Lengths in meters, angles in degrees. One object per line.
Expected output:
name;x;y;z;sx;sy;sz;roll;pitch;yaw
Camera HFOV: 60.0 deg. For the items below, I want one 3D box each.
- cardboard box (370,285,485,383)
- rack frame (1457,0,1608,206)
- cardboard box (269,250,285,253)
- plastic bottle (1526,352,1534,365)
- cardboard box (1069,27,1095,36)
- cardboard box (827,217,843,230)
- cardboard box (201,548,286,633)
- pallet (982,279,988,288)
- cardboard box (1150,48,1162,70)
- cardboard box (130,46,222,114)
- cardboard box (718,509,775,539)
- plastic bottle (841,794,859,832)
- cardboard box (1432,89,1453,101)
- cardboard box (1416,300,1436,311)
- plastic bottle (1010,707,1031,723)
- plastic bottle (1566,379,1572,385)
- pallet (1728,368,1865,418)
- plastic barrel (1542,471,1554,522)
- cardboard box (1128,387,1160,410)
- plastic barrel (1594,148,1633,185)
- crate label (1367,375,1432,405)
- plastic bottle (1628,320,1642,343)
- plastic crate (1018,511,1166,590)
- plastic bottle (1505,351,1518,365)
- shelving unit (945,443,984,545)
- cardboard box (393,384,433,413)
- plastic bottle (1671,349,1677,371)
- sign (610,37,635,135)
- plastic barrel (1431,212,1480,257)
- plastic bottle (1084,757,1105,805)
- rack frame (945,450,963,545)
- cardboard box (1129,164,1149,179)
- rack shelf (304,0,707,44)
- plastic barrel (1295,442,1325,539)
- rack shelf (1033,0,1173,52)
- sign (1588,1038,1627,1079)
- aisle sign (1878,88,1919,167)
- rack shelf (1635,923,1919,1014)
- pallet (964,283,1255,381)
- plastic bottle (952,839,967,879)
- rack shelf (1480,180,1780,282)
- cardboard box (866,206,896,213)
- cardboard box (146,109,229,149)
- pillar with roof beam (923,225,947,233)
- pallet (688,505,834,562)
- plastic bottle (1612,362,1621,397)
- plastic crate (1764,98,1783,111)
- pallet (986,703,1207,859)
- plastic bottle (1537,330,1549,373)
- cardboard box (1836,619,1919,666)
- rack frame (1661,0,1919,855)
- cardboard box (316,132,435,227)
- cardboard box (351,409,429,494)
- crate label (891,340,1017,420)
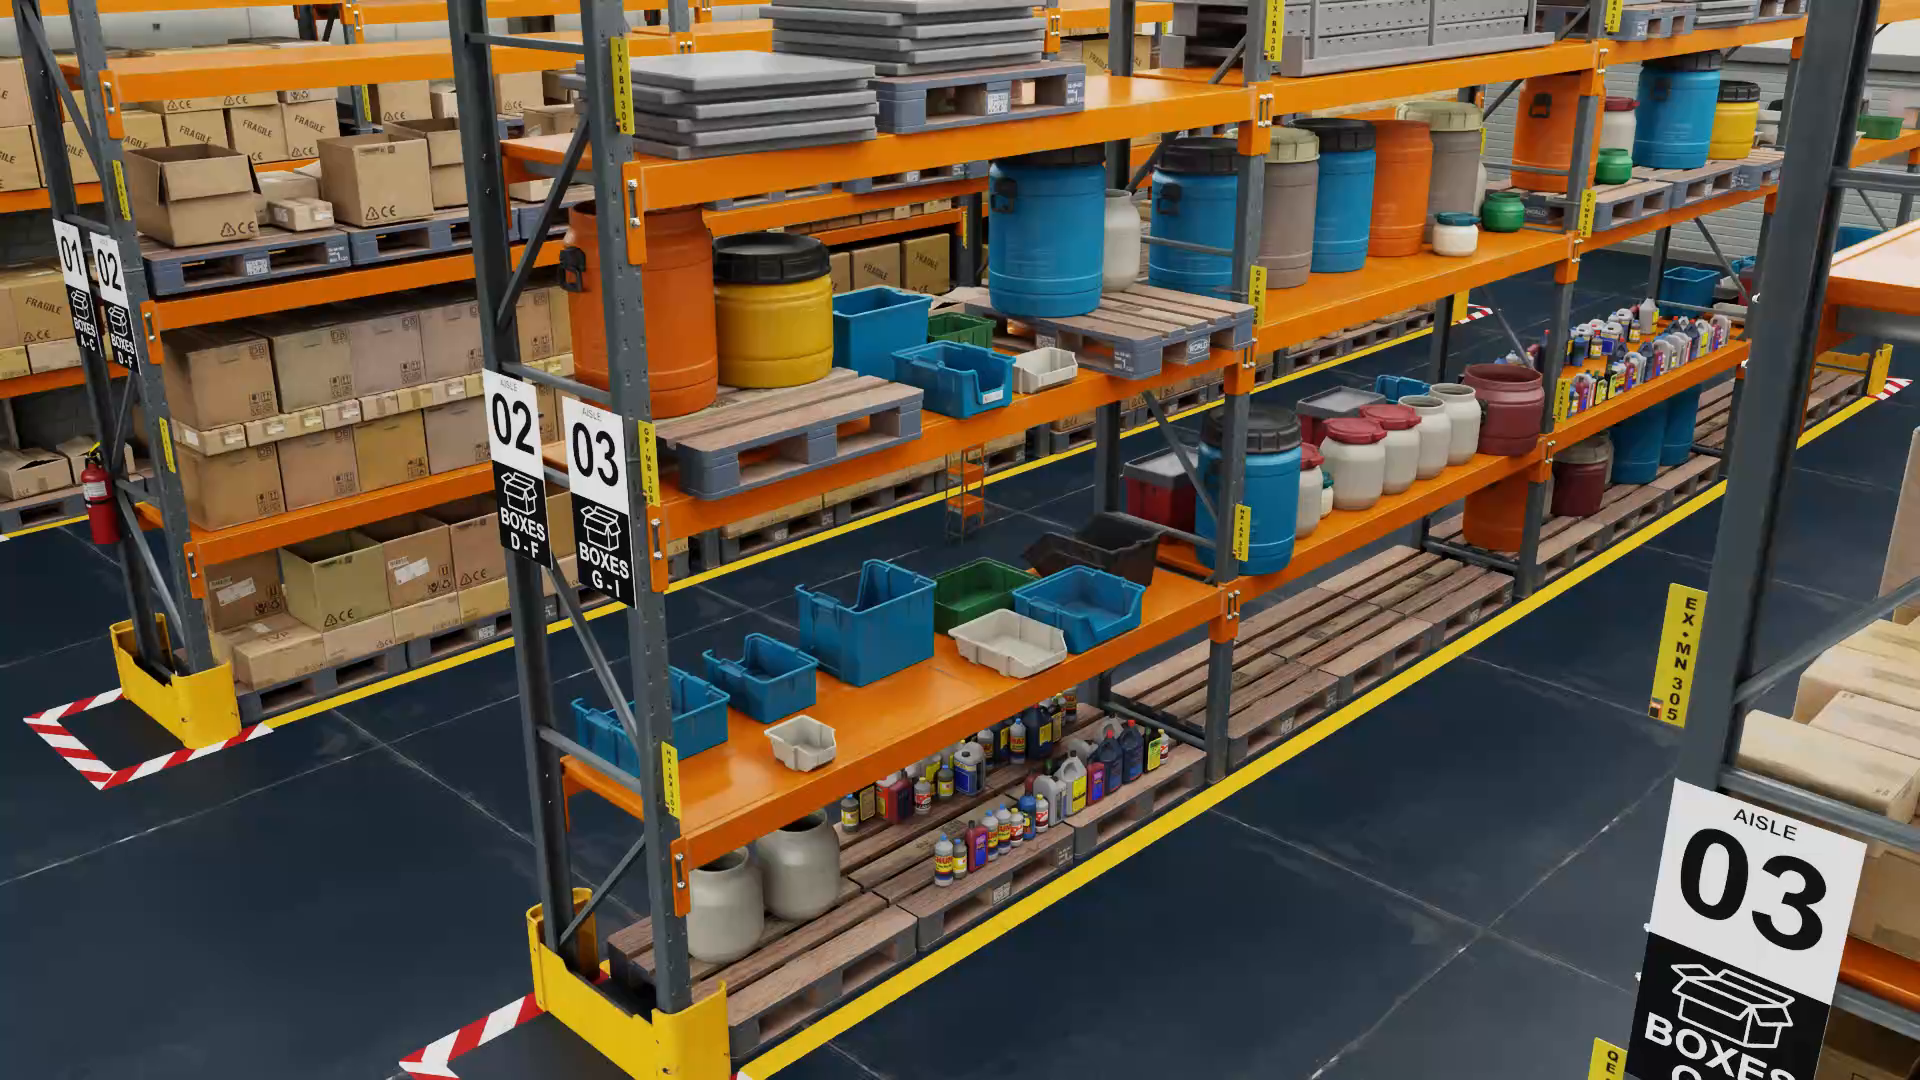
cardboard box;-3.683;-1.443;11.561;0.700;0.500;0.500;19;28;41
rack frame;4.009;-3.881;11.490;1.000;3.000;0.127;19;28;41
cardboard box;-6.332;-2.493;15.376;0.500;0.500;0.500;19;28;40
plastic bottle;4.715;-1.458;13.826;0.097;0.201;0.097;0;21;0
cardboard box;1.462;-7.021;22.280;0.500;0.500;0.500;18;27;38
cardboard box;-1.631;-3.876;20.161;0.380;0.149;0.250;19;28;41
cardboard box;-4.957;0.260;11.280;0.500;0.500;0.500;19;28;41
pallet;0.885;-2.423;16.328;1.213;0.211;1.003;19;28;41
cardboard box;1.920;-4.584;16.638;0.600;0.600;0.600;18;27;39
cardboard box;-6.767;-3.978;14.362;0.500;0.500;0.500;18;27;39
cardboard box;-1.869;-0.247;13.646;0.500;0.250;0.500;18;28;39
plastic bottle;-0.605;1.495;9.153;0.097;0.201;0.097;0;21;0
cardboard box;5.517;-5.384;19.791;0.500;0.250;0.500;19;28;41
cardboard box;5.840;-3.215;20.990;0.500;0.500;0.500;19;28;41
plastic bottle;0.358;1.082;10.018;0.185;0.351;0.144;-19;28;-41
plastic bottle;4.763;-1.163;13.059;0.097;0.201;0.097;0;21;0
pallet;8.987;-1.633;17.891;1.003;0.211;1.213;19;28;41
plastic barrel;4.668;-0.413;13.712;0.421;0.512;0.421;0;21;0
cardboard box;1.699;-1.669;16.968;0.500;0.500;0.500;19;28;40
plastic barrel;4.913;-2.819;12.540;0.294;0.245;0.294;0;21;0
crate label;3.122;-0.909;12.072;0.502;0.435;0.616;19;28;41
plastic bottle;6.050;-1.872;14.902;0.097;0.201;0.097;0;21;0
plastic crate;0.762;0.079;9.635;0.767;0.338;0.504;19;28;41
plastic bottle;4.512;-1.416;13.618;0.097;0.271;0.097;0;21;0
shelving unit;0.037;-0.504;13.784;0.215;1.050;0.252;19;28;41
cardboard box;-3.793;-0.993;11.295;0.380;0.149;0.250;19;28;40
plastic bottle;5.994;-1.539;14.036;0.097;0.201;0.097;0;21;0
sign;-1.181;-1.588;5.816;0.100;0.325;0.005;19;28;41
plastic barrel;3.289;-2.031;11.051;0.301;0.262;0.301;0;21;0
plastic bottle;0.758;1.350;9.417;0.133;0.283;0.061;-18;27;-39
rack frame;-0.048;-0.472;13.702;0.200;1.050;0.008;19;28;41
cardboard box;2.143;-5.623;23.967;0.700;0.700;0.980;-19;28;-40
rack shelf;-4.485;-5.324;16.805;1.077;0.370;4.000;19;28;41
plastic barrel;2.043;-0.307;10.364;0.433;0.535;0.433;0;21;0
rack shelf;1.858;-5.113;16.257;1.077;0.370;4.000;19;28;41
sign;1.593;1.384;4.102;0.100;0.325;0.005;19;28;41
aisle sign;9.850;-4.296;17.308;0.394;0.787;0.004;19;28;41
rack shelf;3.372;0.637;4.920;1.077;0.370;4.000;19;28;41
pallet;0.785;-1.154;8.841;1.213;0.211;1.003;19;28;41
plastic bottle;-0.012;1.662;8.718;0.097;0.201;0.097;0;21;0
rack shelf;5.404;-2.659;13.495;1.077;0.370;4.000;19;28;41
cardboard box;-1.146;-4.341;20.467;0.500;0.500;0.500;19;28;41
cardboard box;-6.776;-3.518;14.559;0.500;0.500;0.500;18;27;39
pillar with roof beam;2.654;-6.707;18.845;9.100;9.000;0.400;19;28;41
pallet;-1.842;-0.191;14.138;1.003;0.211;1.213;19;28;41
plastic bottle;5.220;-1.286;13.281;0.097;0.271;0.097;0;21;0
plastic crate;8.327;-4.184;16.547;0.504;0.338;0.767;19;28;41
pallet;0.720;1.412;9.970;1.003;0.211;1.213;19;28;41
plastic bottle;4.924;-1.593;13.967;0.144;0.351;0.185;19;28;41
cardboard box;2.483;0.344;4.333;0.380;0.149;0.250;19;28;41
rack frame;1.977;-0.585;2.915;1.000;3.000;0.127;19;28;41
cardboard box;-3.764;-2.331;10.720;0.500;0.500;0.500;19;28;41
cardboard box;-4.070;-0.691;11.413;0.700;0.500;0.500;19;28;41
crate label;-0.030;-0.753;7.742;0.502;0.251;0.408;19;28;41
